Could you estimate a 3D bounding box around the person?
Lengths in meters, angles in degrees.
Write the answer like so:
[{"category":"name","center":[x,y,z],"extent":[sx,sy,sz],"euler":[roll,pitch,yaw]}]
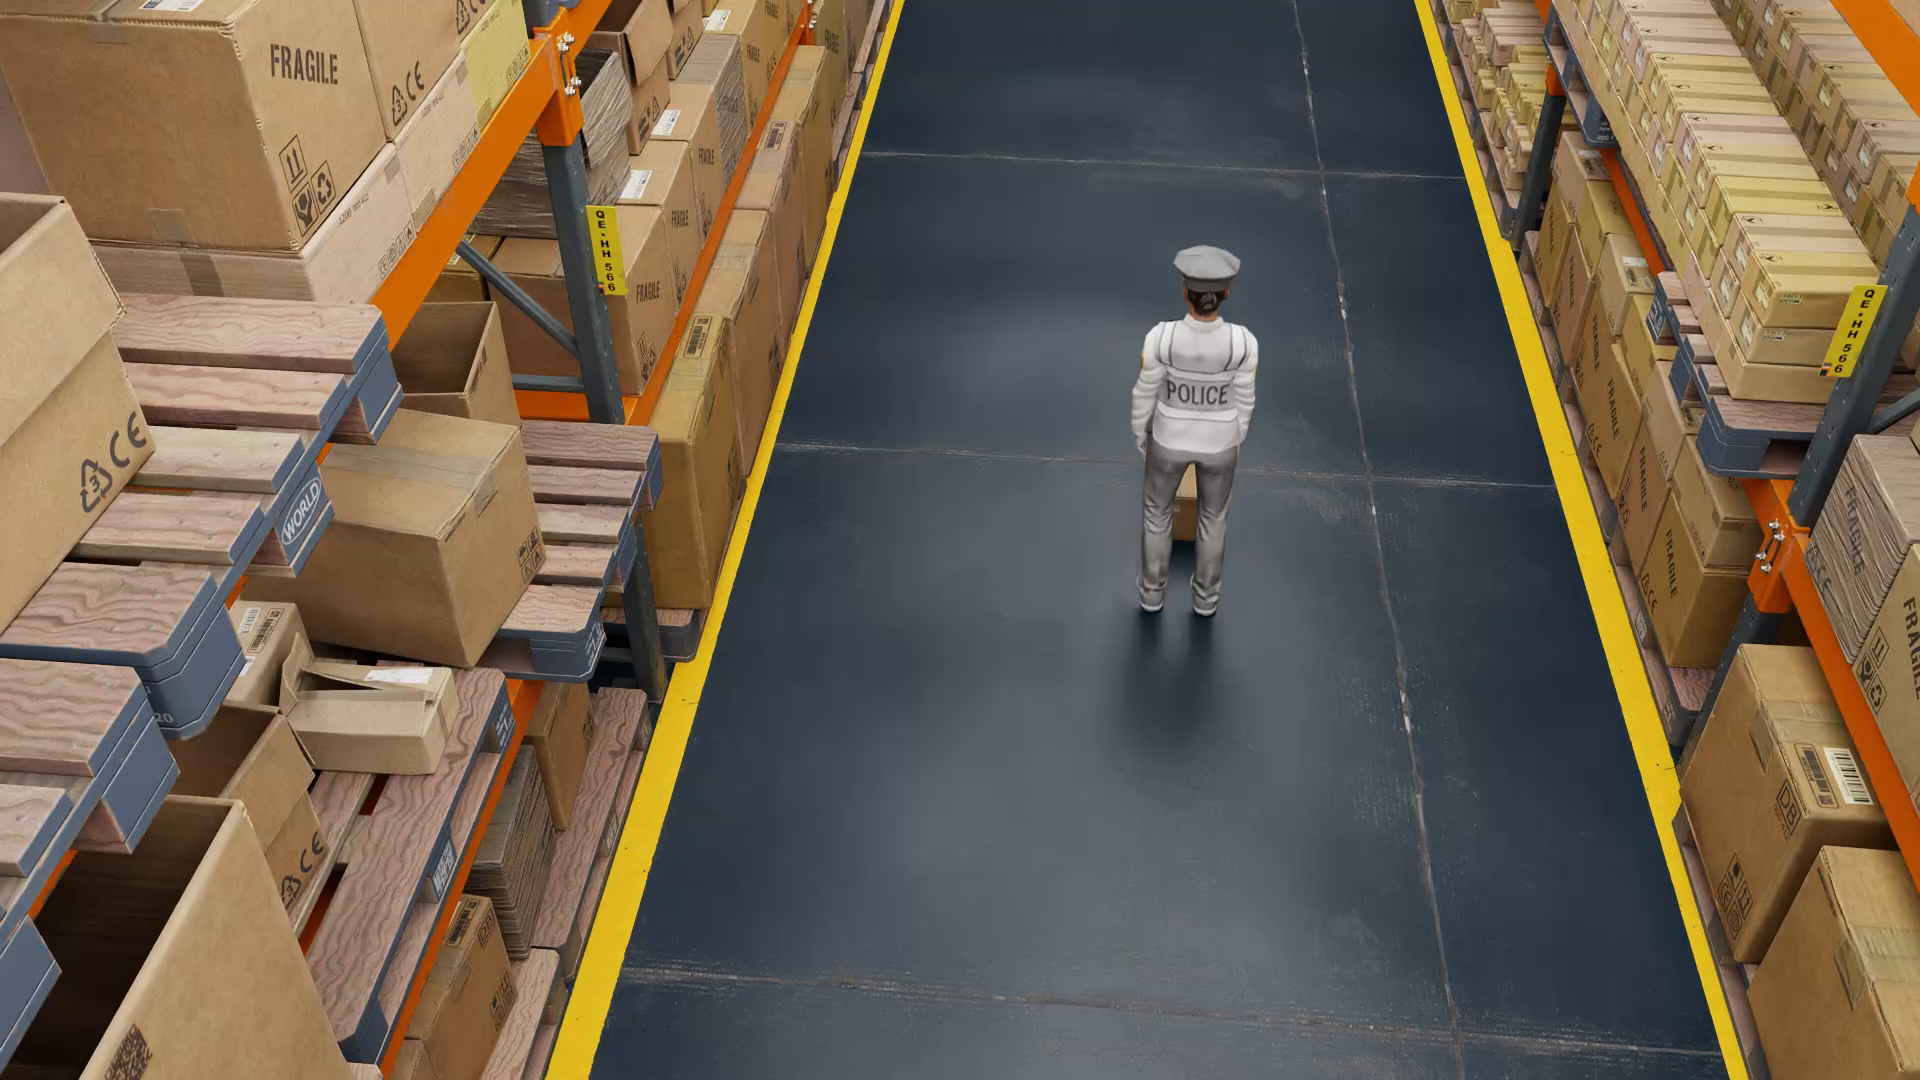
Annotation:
[{"category":"person","center":[0.910,-0.396,6.631],"extent":[0.473,1.661,0.326],"euler":[4,40,5]}]
